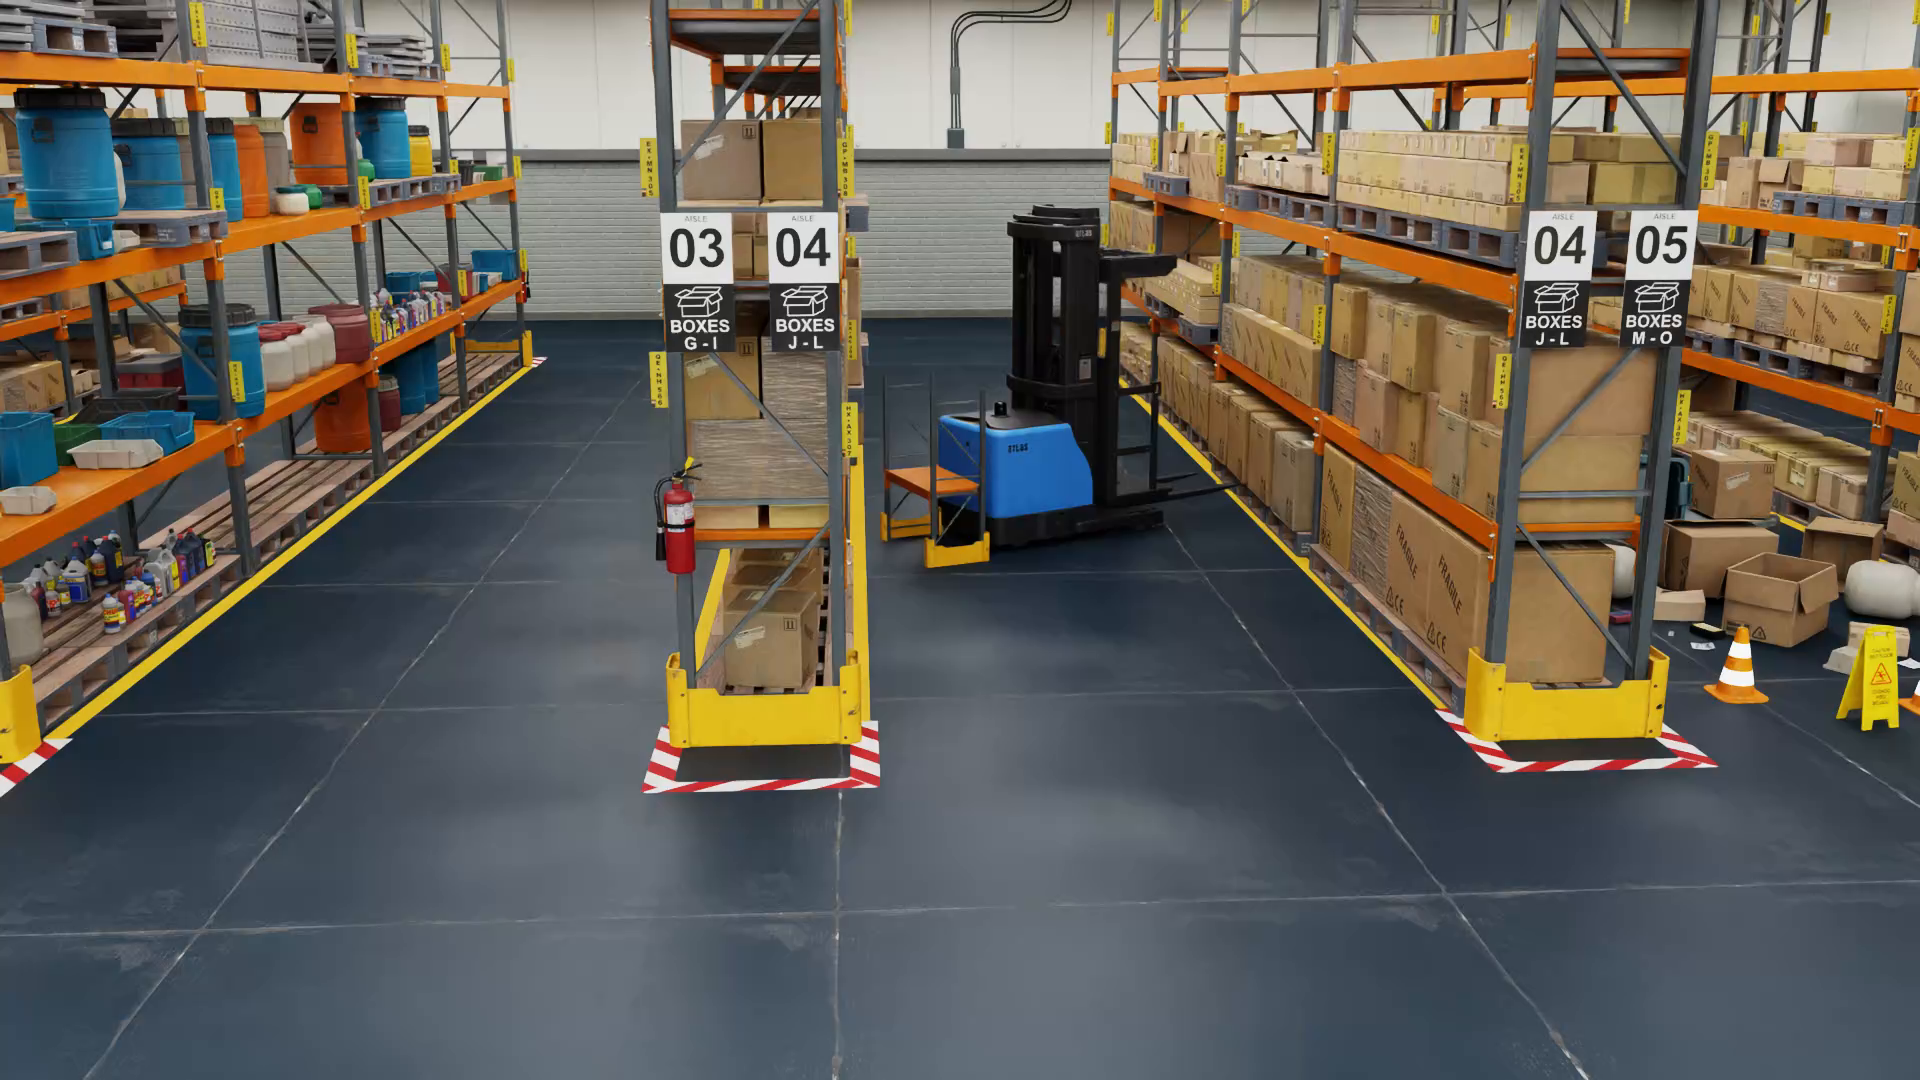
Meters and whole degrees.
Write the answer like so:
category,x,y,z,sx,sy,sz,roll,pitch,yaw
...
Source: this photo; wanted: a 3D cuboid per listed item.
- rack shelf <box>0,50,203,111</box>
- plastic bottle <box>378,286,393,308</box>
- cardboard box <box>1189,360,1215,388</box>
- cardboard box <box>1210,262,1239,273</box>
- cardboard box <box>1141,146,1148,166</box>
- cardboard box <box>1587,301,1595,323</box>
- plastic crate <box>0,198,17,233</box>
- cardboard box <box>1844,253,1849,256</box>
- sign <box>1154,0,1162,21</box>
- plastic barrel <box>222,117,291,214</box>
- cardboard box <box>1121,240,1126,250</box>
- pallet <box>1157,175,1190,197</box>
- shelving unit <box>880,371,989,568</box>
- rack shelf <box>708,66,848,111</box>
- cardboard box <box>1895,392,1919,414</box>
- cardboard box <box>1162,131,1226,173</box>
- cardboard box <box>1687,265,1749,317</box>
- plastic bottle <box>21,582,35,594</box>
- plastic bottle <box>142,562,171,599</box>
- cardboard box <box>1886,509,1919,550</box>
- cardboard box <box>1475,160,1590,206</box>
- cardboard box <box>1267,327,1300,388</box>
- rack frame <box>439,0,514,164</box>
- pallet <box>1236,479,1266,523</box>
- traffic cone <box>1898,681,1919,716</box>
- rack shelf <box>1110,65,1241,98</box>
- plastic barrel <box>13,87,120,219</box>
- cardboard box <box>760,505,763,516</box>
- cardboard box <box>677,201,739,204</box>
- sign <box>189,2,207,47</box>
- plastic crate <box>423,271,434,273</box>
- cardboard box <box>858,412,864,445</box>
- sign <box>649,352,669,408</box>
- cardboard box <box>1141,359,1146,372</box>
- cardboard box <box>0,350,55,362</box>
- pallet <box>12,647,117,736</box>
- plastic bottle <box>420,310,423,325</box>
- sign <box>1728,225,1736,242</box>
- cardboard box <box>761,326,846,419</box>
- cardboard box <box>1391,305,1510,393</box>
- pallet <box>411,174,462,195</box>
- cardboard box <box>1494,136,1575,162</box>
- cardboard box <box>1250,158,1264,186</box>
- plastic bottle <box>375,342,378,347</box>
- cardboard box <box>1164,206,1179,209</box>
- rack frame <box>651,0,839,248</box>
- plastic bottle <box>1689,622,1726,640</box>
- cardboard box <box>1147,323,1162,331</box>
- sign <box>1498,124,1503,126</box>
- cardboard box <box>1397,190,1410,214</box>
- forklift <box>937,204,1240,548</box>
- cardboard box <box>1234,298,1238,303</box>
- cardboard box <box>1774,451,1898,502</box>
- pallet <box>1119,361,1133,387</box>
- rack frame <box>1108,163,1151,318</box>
category,x,y,z,sx,sy,sz,roll,pitch,yaw
rack shelf,-6.260,-3.005,10.891,1.077,0.370,4.000,-1,14,-3
plastic bottle,-7.179,-3.002,20.772,0.144,0.351,0.185,-1,14,-3
cardboard box,2.922,-1.909,19.094,0.500,0.250,0.500,-1,14,-3
cardboard box,3.288,-3.333,20.427,0.380,0.149,0.250,-1,14,-4
cardboard box,2.717,-5.119,22.179,0.500,0.250,0.500,-1,15,-6
cardboard box,7.790,-2.791,20.154,0.500,0.250,0.500,-1,14,-4
plastic crate,-6.555,-2.058,11.019,0.392,0.384,0.575,-1,14,-3
cardboard box,13.011,-4.140,24.800,0.500,0.250,0.500,0,14,-2
sign,2.478,-6.648,20.773,0.100,0.325,0.005,-1,14,-3
plastic barrel,-6.798,-3.621,16.055,0.600,0.901,0.600,0,14,0
cardboard box,2.601,-4.073,24.038,0.500,0.500,0.500,-1,14,-3
pallet,3.020,-4.205,19.706,1.213,0.211,1.003,-1,14,-3
shelving unit,-0.235,-0.638,14.497,0.587,1.500,1.083,-7,16,-24
rack shelf,-1.565,-4.076,15.054,1.077,0.370,4.000,-1,14,-3
cardboard box,8.150,-1.163,14.031,0.380,0.149,0.250,-1,14,-4
cardboard box,2.934,-4.865,20.850,0.700,0.500,0.500,-1,14,-3
cardboard box,7.999,-2.643,17.639,0.500,0.500,0.500,-1,14,-5
plastic bottle,-6.676,0.449,11.844,0.152,0.276,0.135,-1,14,-3
plastic bottle,-6.019,0.292,12.456,0.152,0.276,0.135,-1,14,-2
cardboard box,8.217,-0.089,14.028,0.500,0.250,0.500,-2,15,-6
cardboard box,3.455,-2.165,10.062,0.500,0.250,0.500,-1,14,-3
cardboard box,3.154,-1.692,15.382,0.500,0.500,0.500,-1,14,-3
rack frame,-7.128,-7.028,24.284,1.000,3.000,0.127,-1,14,-3
pallet,3.314,-0.411,16.200,1.003,0.211,1.213,-1,14,-3
traffic cone,6.297,0.870,10.717,0.336,0.463,0.334,-1,14,-3
rack shelf,2.896,-6.309,22.938,1.077,0.370,4.000,-1,14,-3
plastic barrel,-6.429,-2.788,11.975,0.600,0.901,0.708,-1,14,-3
cardboard box,-1.432,-0.229,10.399,0.380,0.149,0.250,-1,14,-3
cardboard box,-1.586,-2.053,10.465,0.380,0.149,0.250,-1,14,-3
sign,-5.834,-3.949,12.733,0.100,0.325,0.005,-1,14,-3
plastic crate,-7.359,-3.677,23.513,0.416,0.233,0.300,-1,14,-3
cardboard box,-1.711,-1.556,18.476,1.225,0.875,0.875,-2,15,-6
sign,-1.748,-0.931,9.665,0.100,0.325,0.005,-1,14,-3
cardboard box,2.654,-2.363,22.474,0.380,0.149,0.250,-2,15,-6
cardboard box,-12.142,-2.193,21.662,0.500,0.500,0.500,-1,14,-3
pallet,-6.233,0.986,10.769,1.003,0.211,1.213,-1,14,-3
plastic bottle,-6.436,-2.661,19.747,0.097,0.201,0.097,0,14,0
sign,12.119,-4.841,26.084,0.100,0.325,0.005,-1,14,-3
cardboard box,-0.955,-1.038,10.237,0.500,0.500,0.500,-1,14,-3
cardboard box,3.592,-1.367,11.851,0.875,0.550,0.500,-1,14,-3
pallet,-6.734,-4.296,20.063,1.213,0.211,1.003,-1,14,-3
cardboard box,3.404,-2.319,9.861,0.380,0.149,0.250,-1,14,-3
cardboard box,3.124,-3.585,16.179,0.500,0.250,0.500,0,14,-2
plastic bottle,-6.316,-2.213,17.866,0.097,0.271,0.097,0,14,0
cardboard box,3.158,-4.431,23.424,0.500,0.500,0.500,-1,14,-5
rack frame,-1.193,-3.126,9.115,1.000,3.000,0.127,-1,14,-3
plastic bottle,5.508,0.666,12.313,0.133,0.061,0.283,-6,16,-23
cardboard box,3.016,-3.171,25.014,0.380,0.149,0.250,-1,14,-2
sign,8.249,-6.201,25.468,0.100,0.325,0.005,-1,14,-3
cardboard box,3.294,-2.375,11.679,0.380,0.149,0.250,-1,14,-3
forklift,1.294,-1.611,15.404,3.031,2.935,1.130,-9,17,-32
cardboard box,3.371,-2.725,19.257,0.380,0.149,0.250,0,14,-2
cardboard box,8.367,-0.608,15.800,0.950,0.372,0.625,0,14,0
pallet,2.865,-2.376,23.838,1.003,0.211,1.213,-1,14,-3
rack frame,2.772,-4.251,25.528,1.000,3.000,0.127,-1,14,-3
